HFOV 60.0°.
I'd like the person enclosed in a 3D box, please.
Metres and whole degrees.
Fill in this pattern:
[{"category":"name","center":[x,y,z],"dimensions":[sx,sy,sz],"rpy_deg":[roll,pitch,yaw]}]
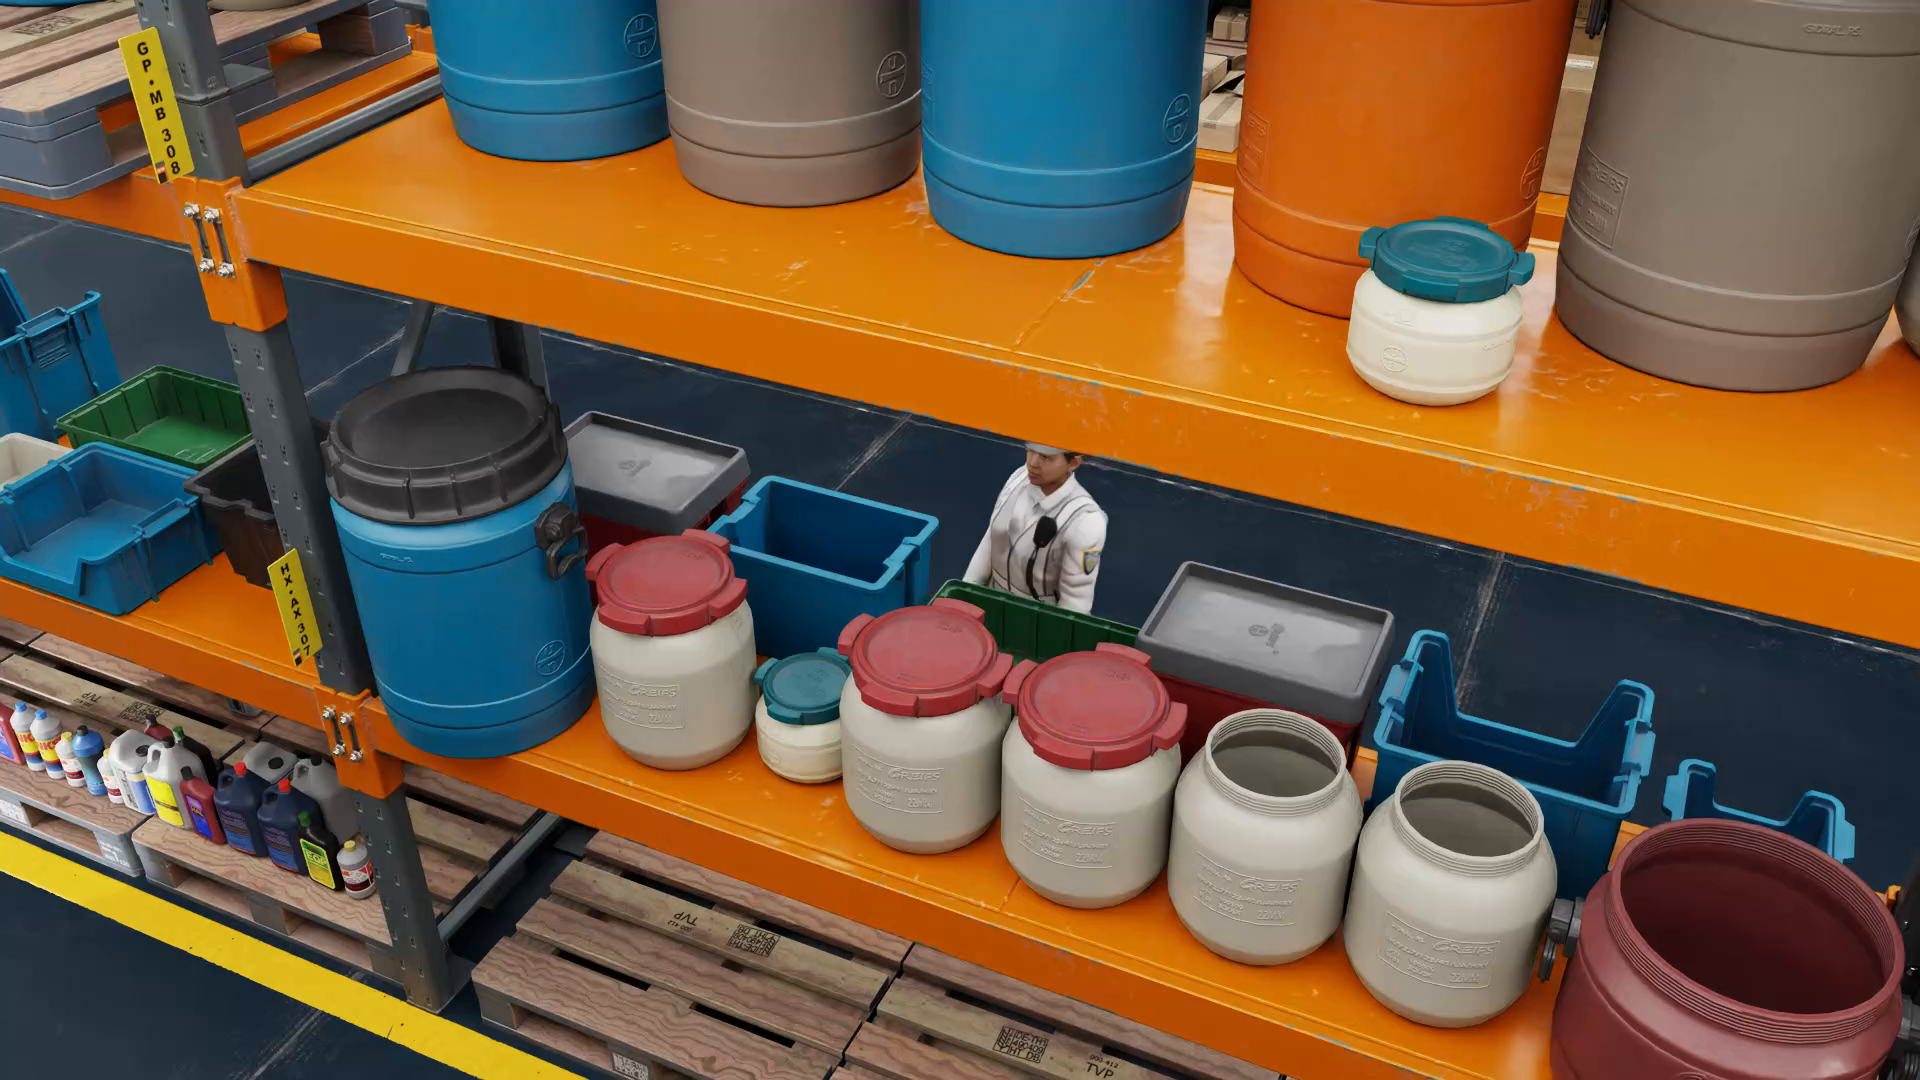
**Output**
[{"category":"person","center":[0.230,0.312,5.631],"dimensions":[0.517,1.699,0.502],"rpy_deg":[-23,40,-31]}]
